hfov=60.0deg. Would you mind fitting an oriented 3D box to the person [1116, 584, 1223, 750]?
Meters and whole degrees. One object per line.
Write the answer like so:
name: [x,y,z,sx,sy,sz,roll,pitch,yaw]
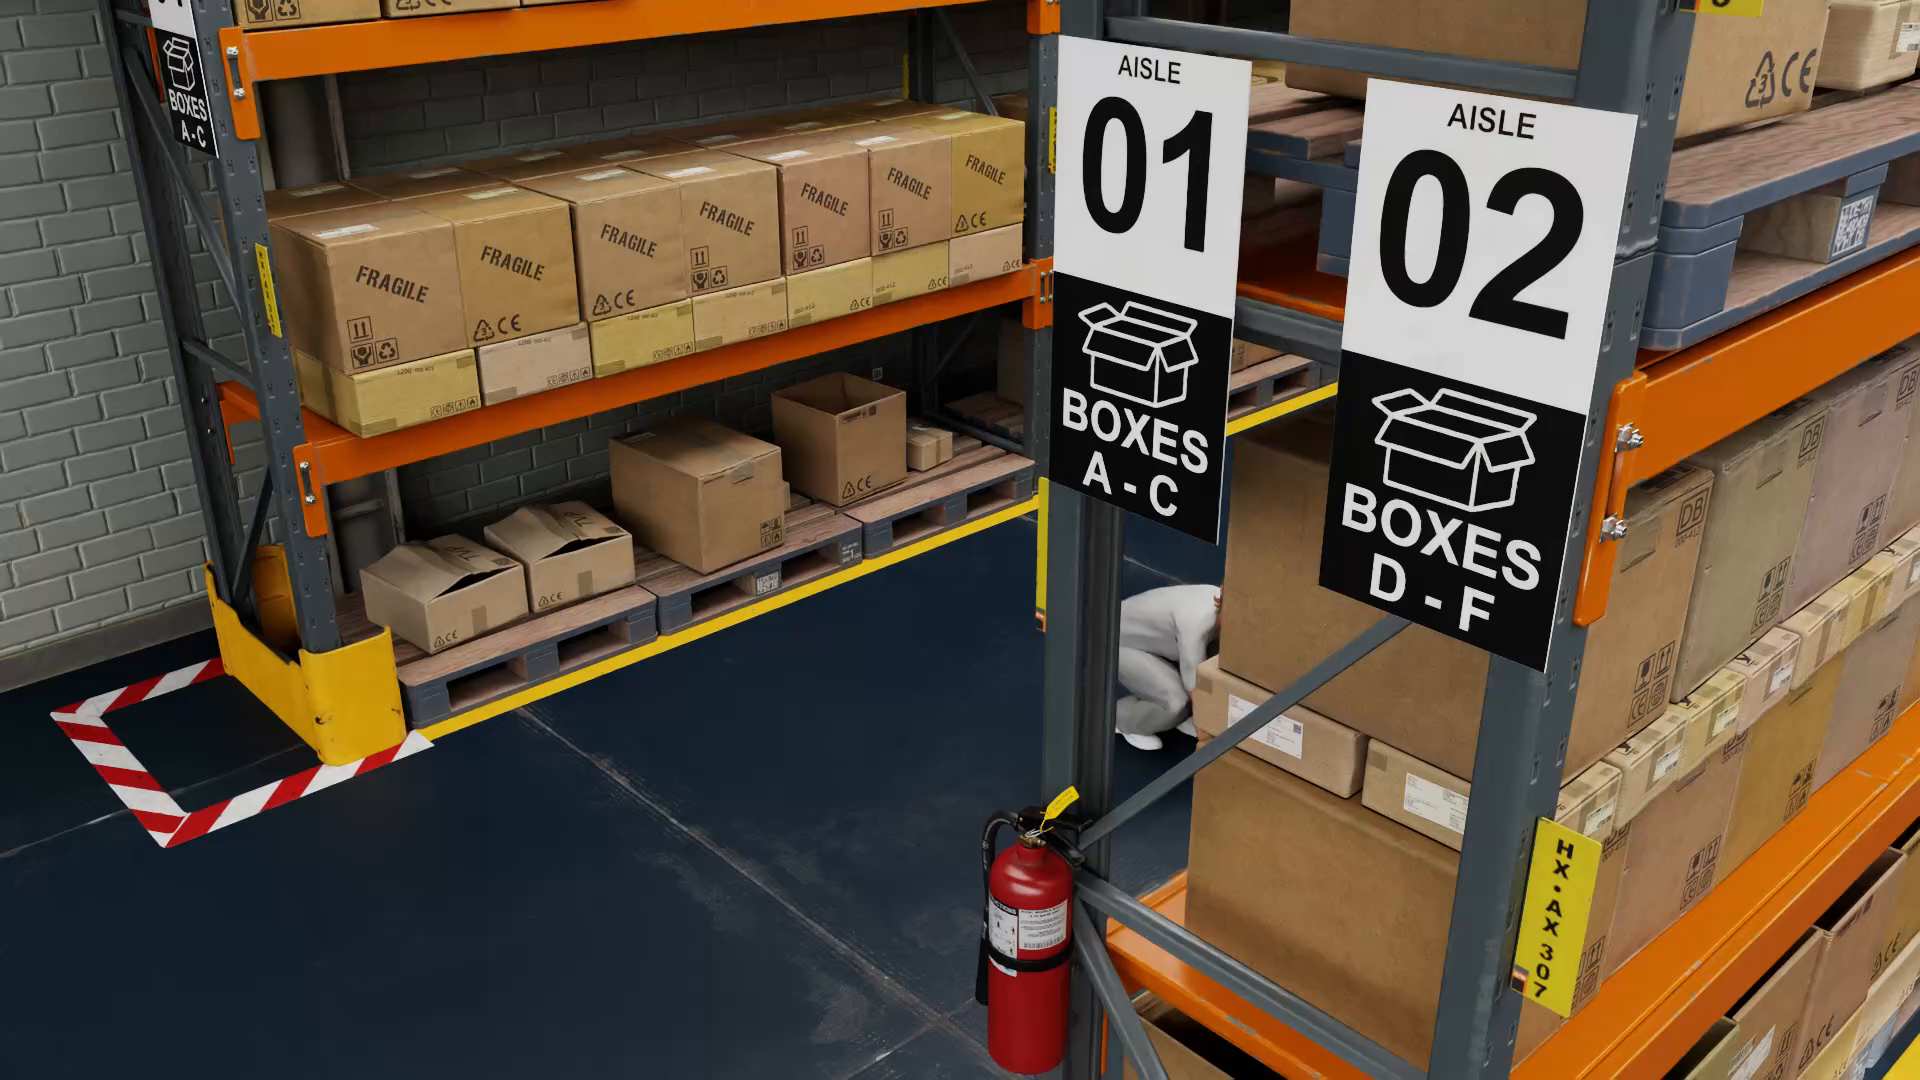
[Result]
person: [0.909,0.510,6.661,0.466,0.799,0.819,-21,32,-39]
